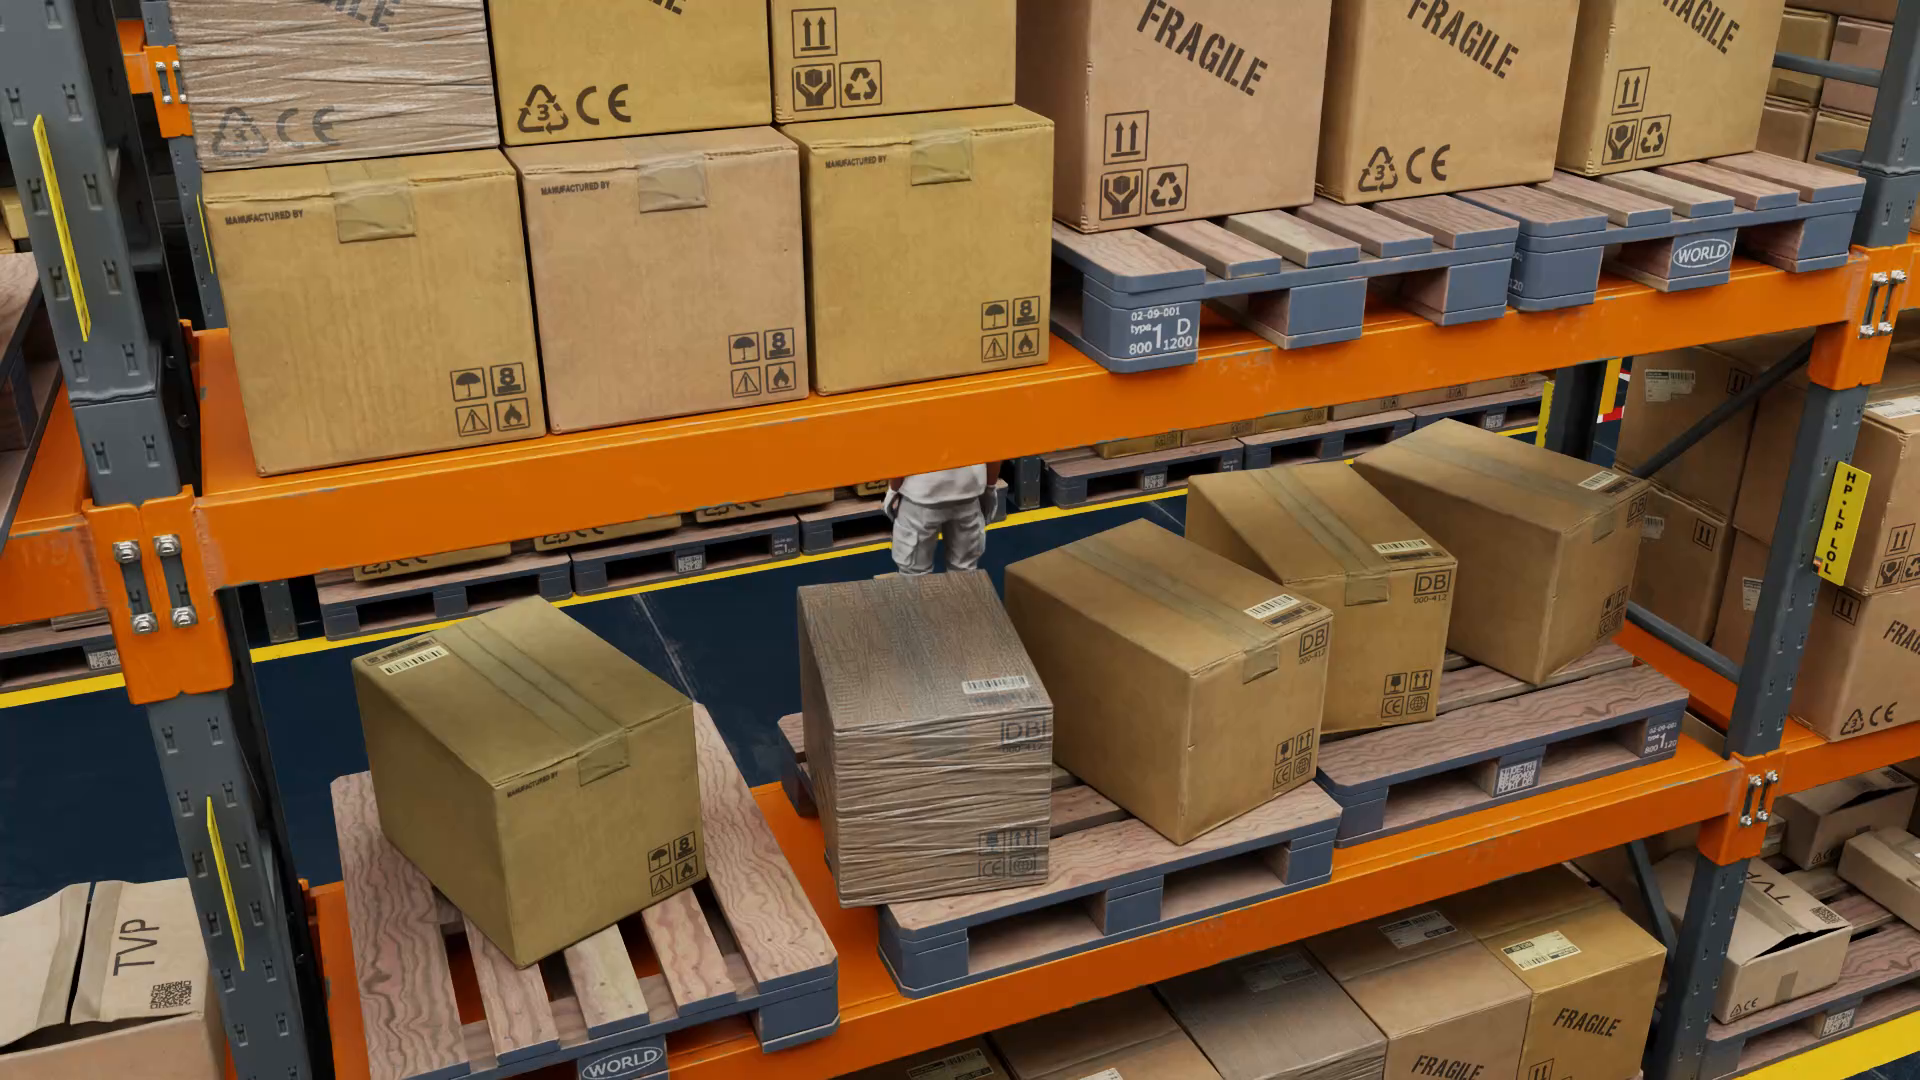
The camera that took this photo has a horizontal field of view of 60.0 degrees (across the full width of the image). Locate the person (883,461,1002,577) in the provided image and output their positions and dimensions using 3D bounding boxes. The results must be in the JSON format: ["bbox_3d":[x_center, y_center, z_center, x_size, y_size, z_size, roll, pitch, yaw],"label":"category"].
[{"bbox_3d":[-0.088,-0.198,7.468,0.556,1.818,0.361,-10,27,-20],"label":"person"}]
